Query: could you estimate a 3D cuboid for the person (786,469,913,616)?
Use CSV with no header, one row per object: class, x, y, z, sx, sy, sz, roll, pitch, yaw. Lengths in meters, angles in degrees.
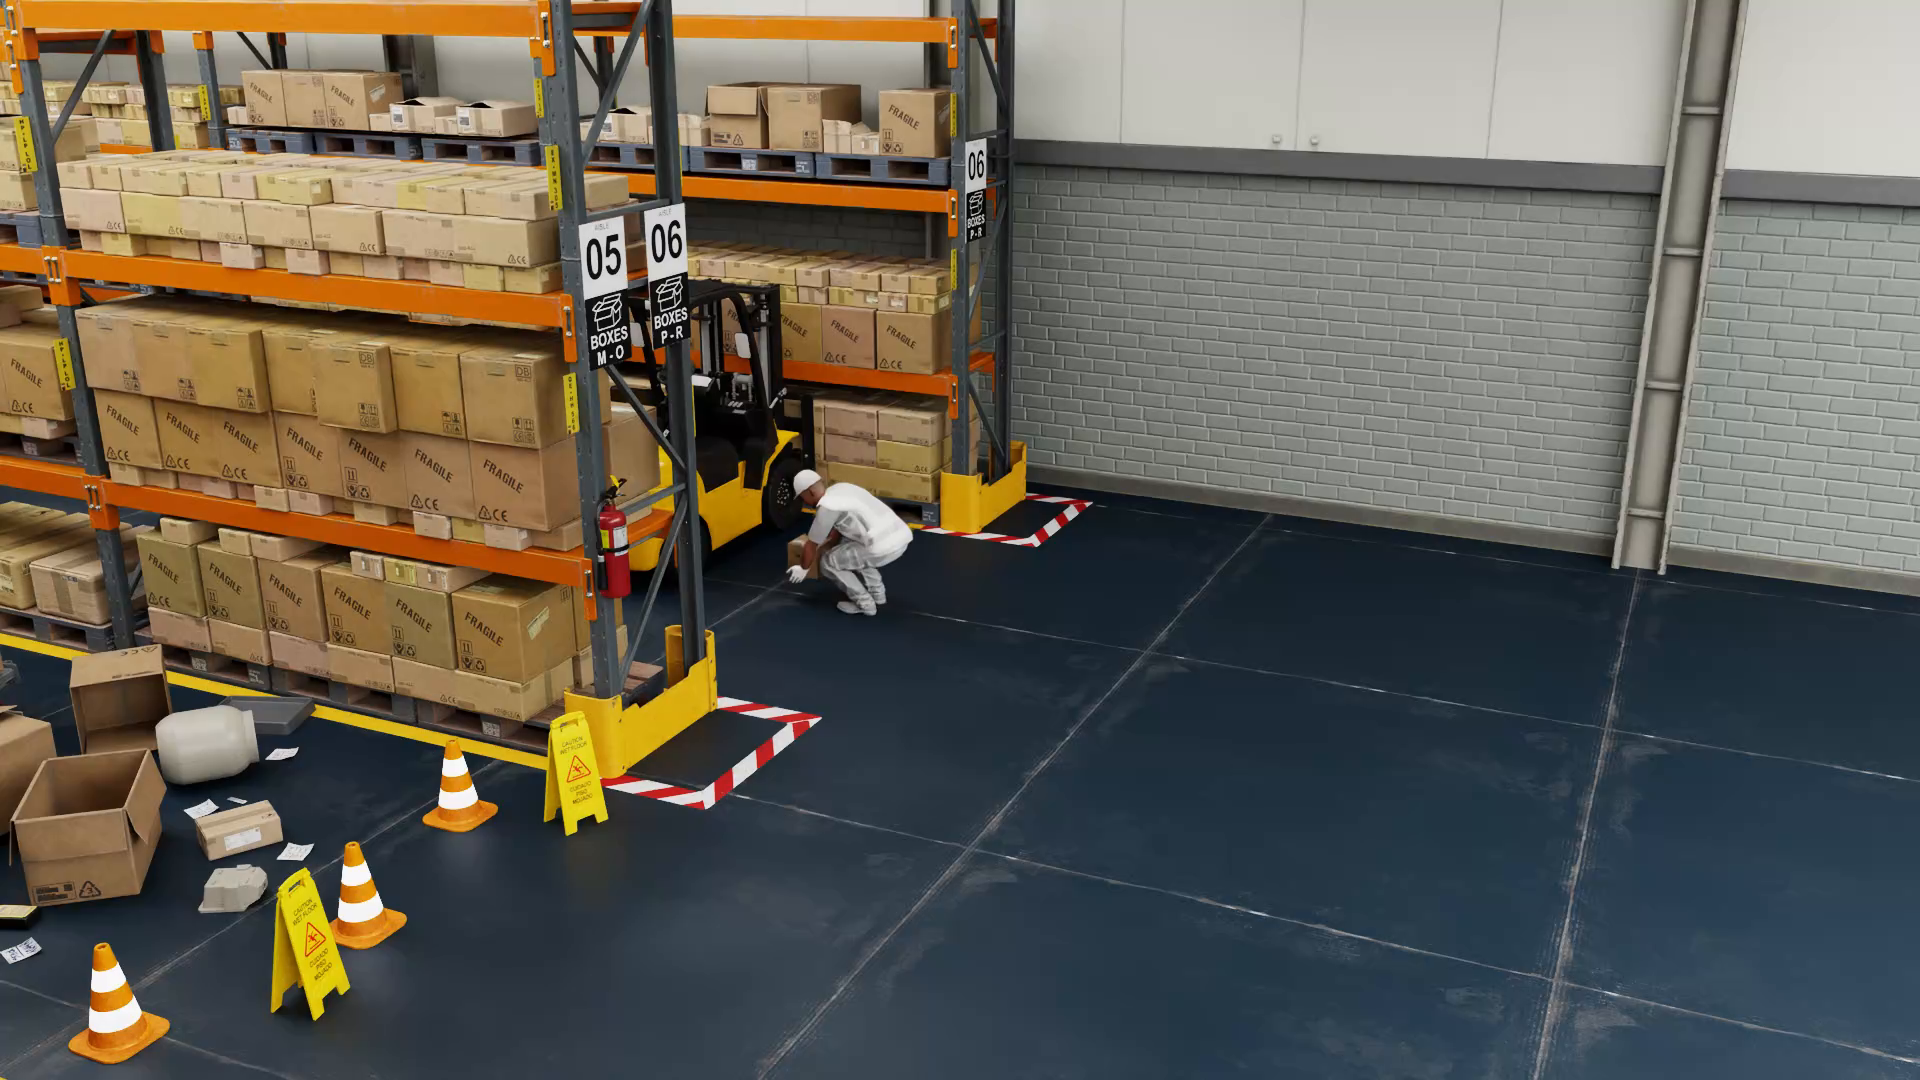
person,-0.816,0.007,12.193,0.901,1.026,0.571,8,20,23
